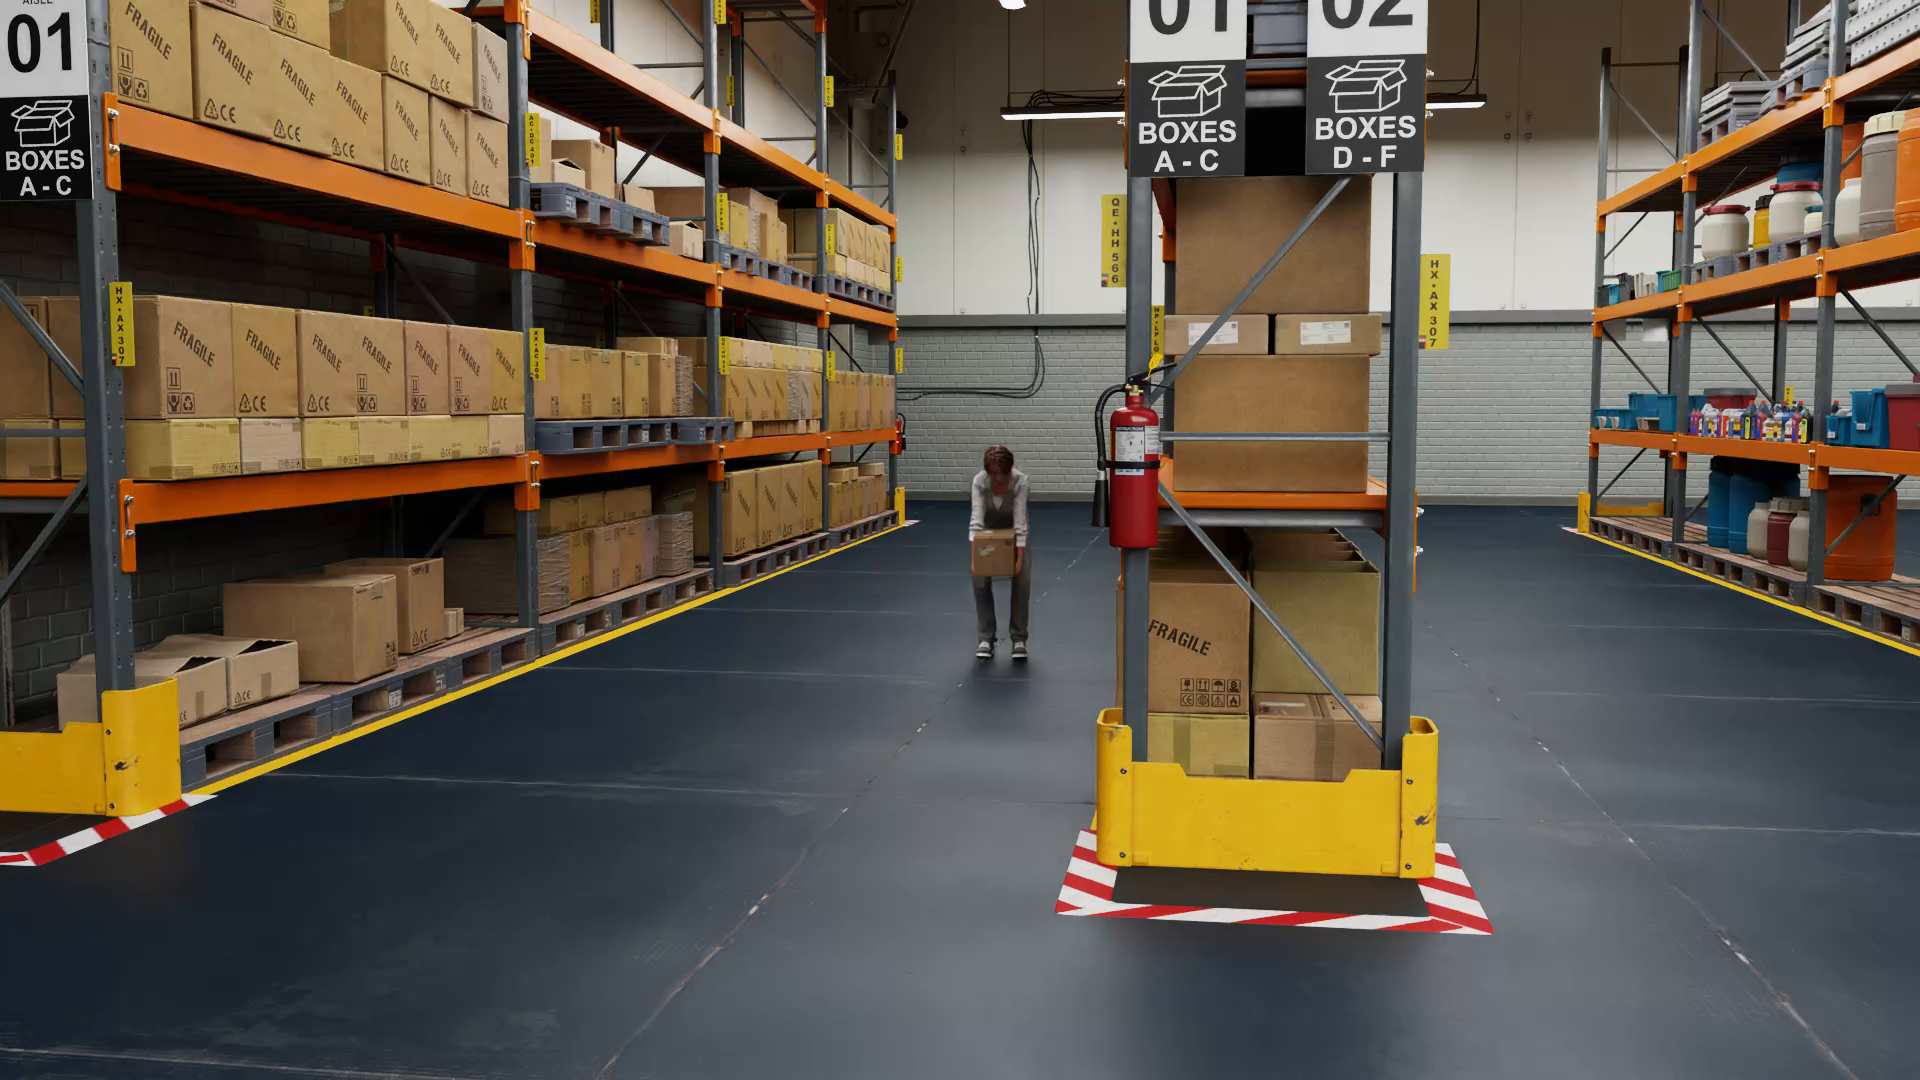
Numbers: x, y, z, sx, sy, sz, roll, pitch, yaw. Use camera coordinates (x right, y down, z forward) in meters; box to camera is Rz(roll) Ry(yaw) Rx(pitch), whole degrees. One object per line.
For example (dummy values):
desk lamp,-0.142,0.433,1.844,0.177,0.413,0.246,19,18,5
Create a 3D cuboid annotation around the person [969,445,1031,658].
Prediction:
person,0.250,0.102,10.533,0.378,1.331,0.728,1,5,6
